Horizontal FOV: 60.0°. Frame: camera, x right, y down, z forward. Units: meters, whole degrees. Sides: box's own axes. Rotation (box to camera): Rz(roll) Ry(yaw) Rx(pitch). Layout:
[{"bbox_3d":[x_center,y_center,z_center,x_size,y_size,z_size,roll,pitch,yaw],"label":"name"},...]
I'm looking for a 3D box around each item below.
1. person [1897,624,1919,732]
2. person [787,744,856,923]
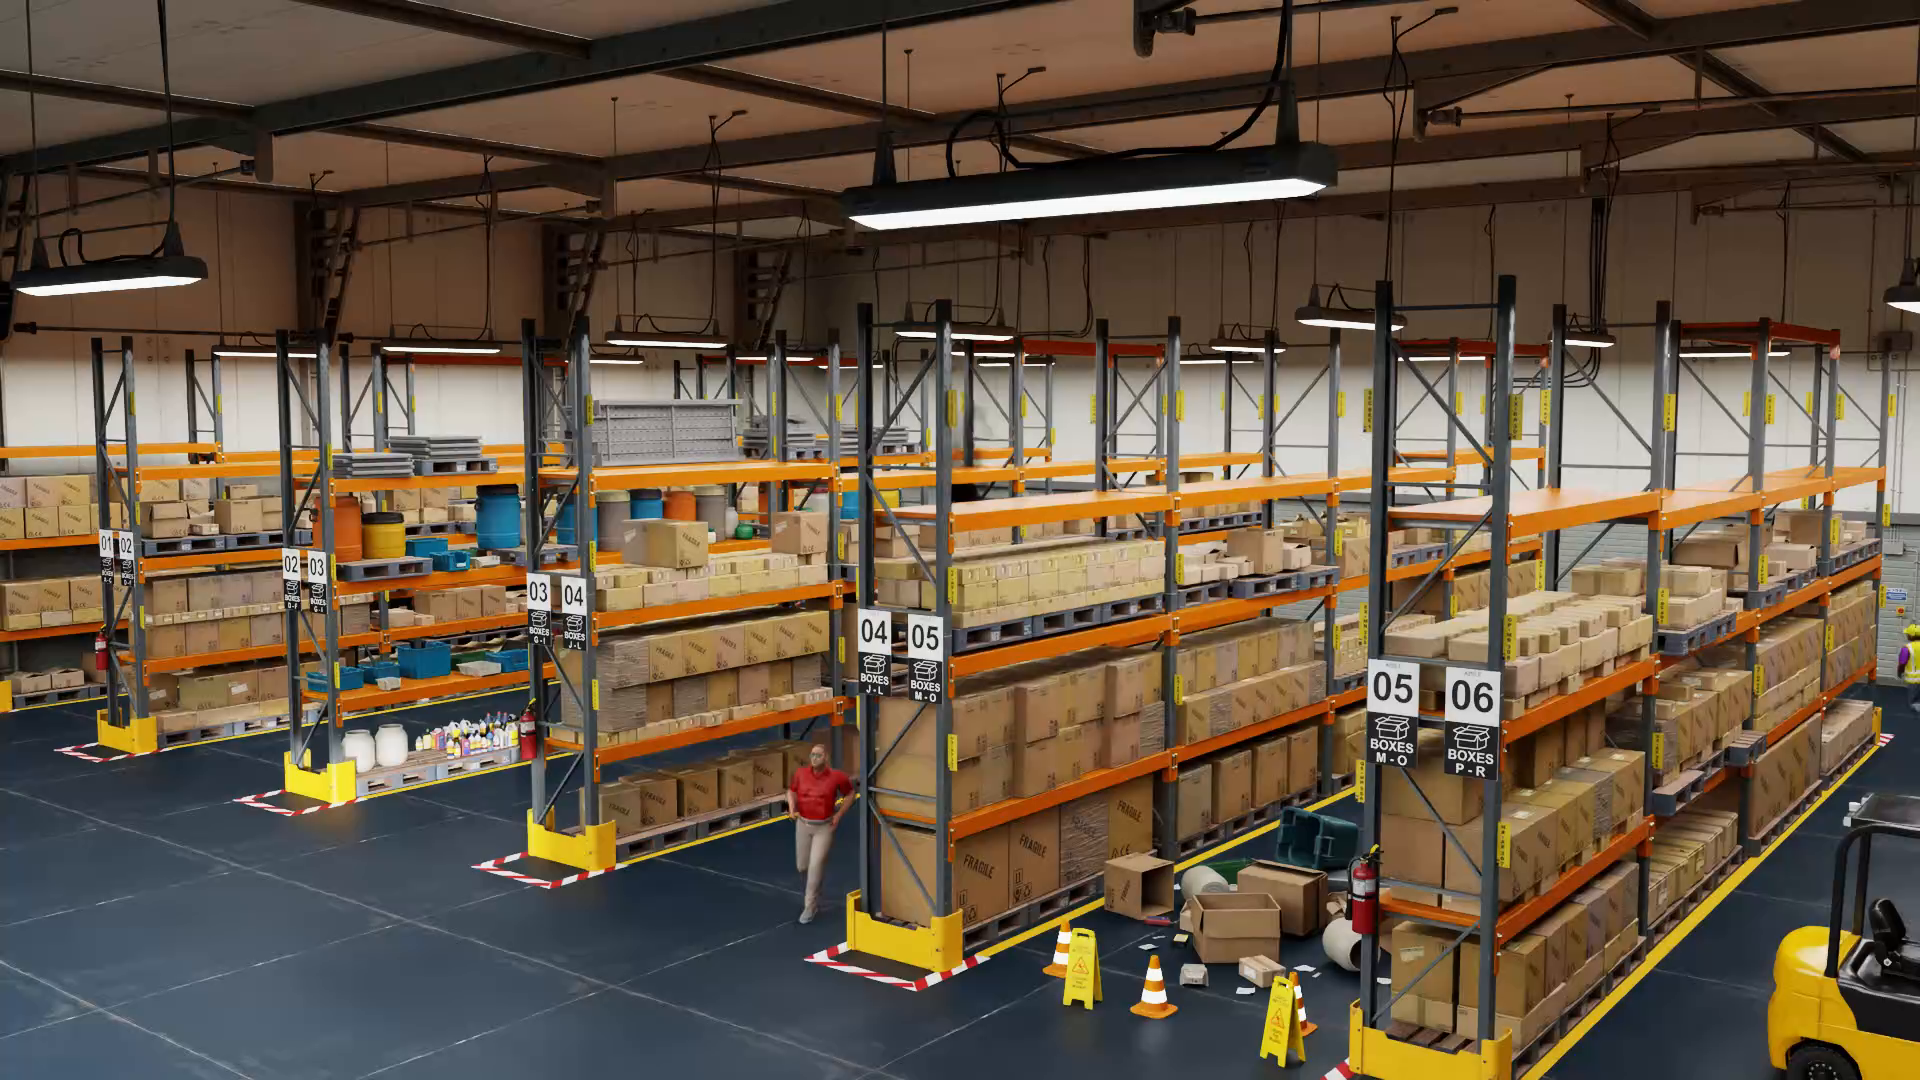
[{"bbox_3d":[14.559,2.131,25.241,0.745,1.689,0.623,0,5,-4],"label":"person"},{"bbox_3d":[-1.401,2.880,16.639,0.673,1.725,0.826,1,5,16],"label":"person"}]
